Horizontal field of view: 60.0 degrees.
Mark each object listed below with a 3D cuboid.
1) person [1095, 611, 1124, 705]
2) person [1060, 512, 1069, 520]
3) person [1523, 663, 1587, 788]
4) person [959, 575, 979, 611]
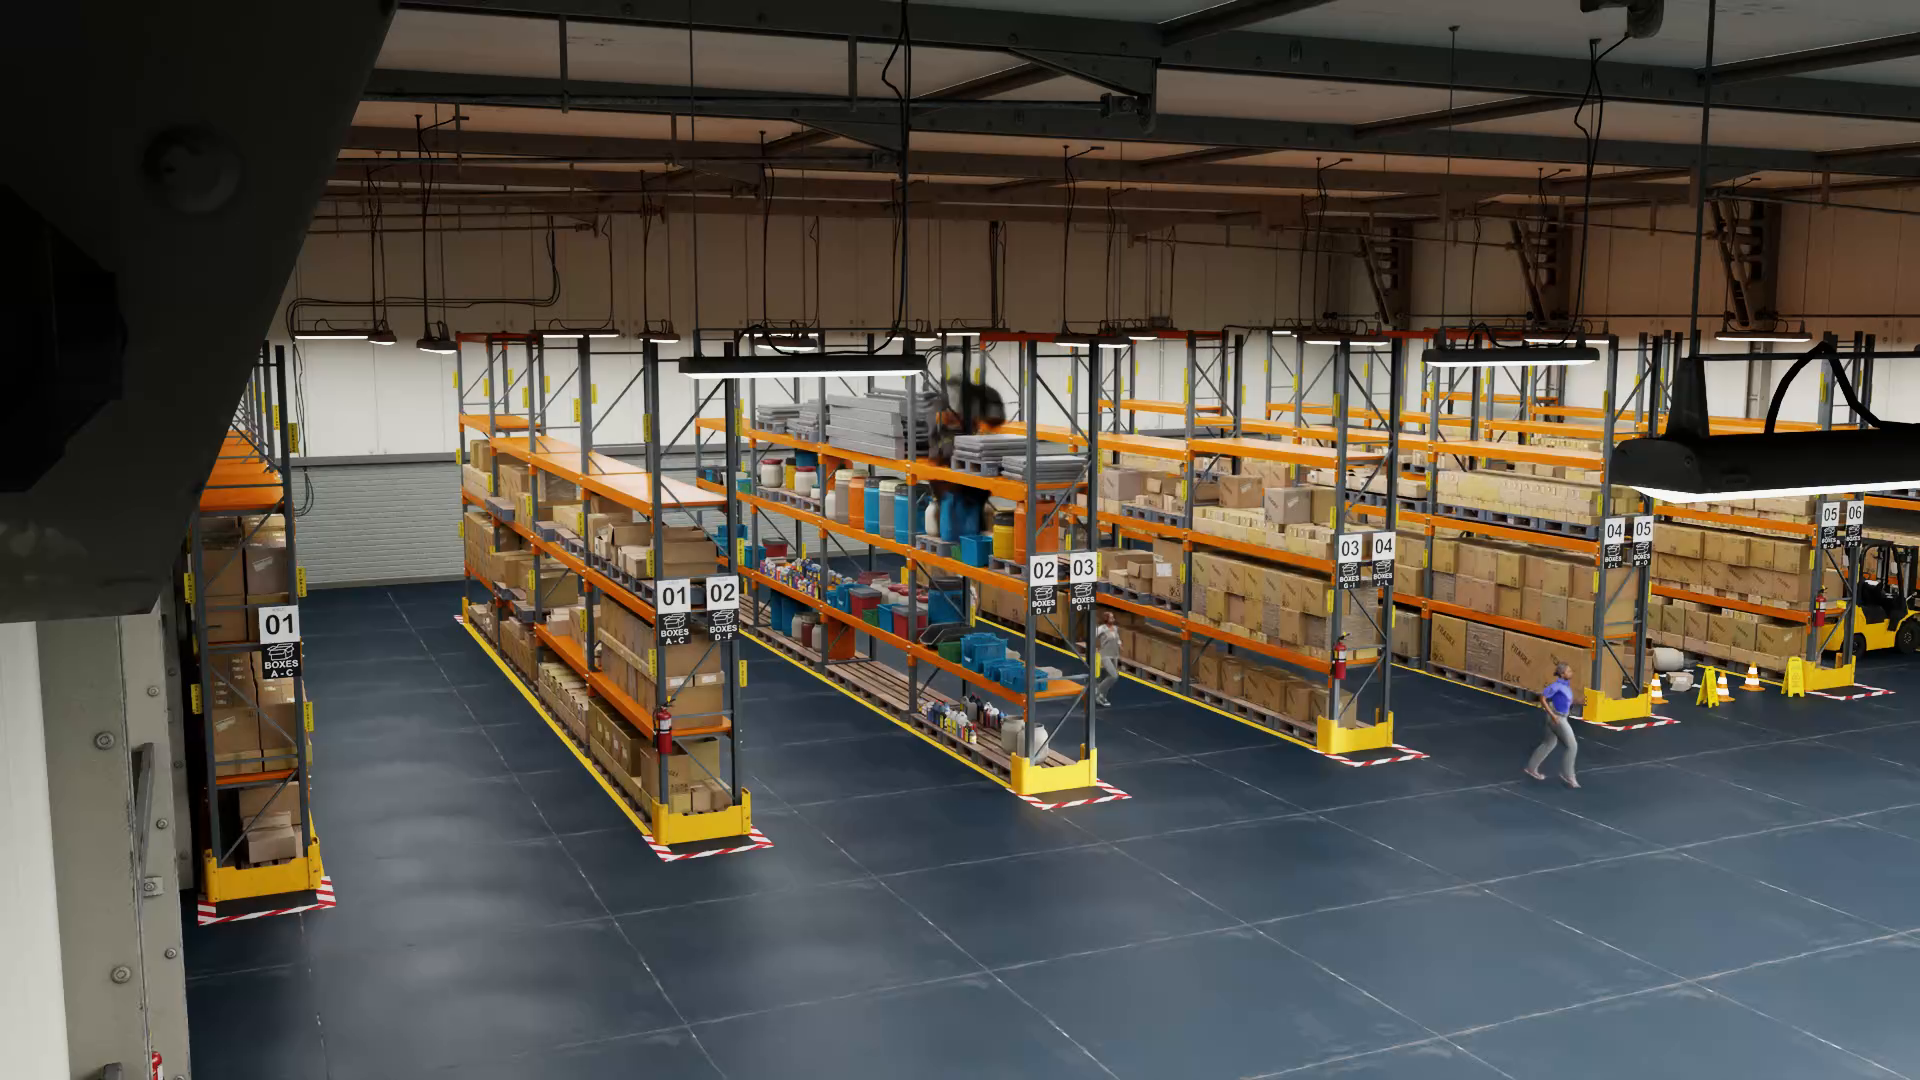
[{"bbox_3d":[2.425,1.927,26.954,0.518,1.564,0.576,-7,10,-41],"label":"person"},{"bbox_3d":[2.575,0.008,40.864,0.603,1.699,0.789,6,10,39],"label":"person"},{"bbox_3d":[8.071,2.501,22.526,0.755,1.721,0.550,2,8,16],"label":"person"},{"bbox_3d":[0.071,1.423,30.525,0.595,1.700,0.705,-4,9,-28],"label":"person"}]
